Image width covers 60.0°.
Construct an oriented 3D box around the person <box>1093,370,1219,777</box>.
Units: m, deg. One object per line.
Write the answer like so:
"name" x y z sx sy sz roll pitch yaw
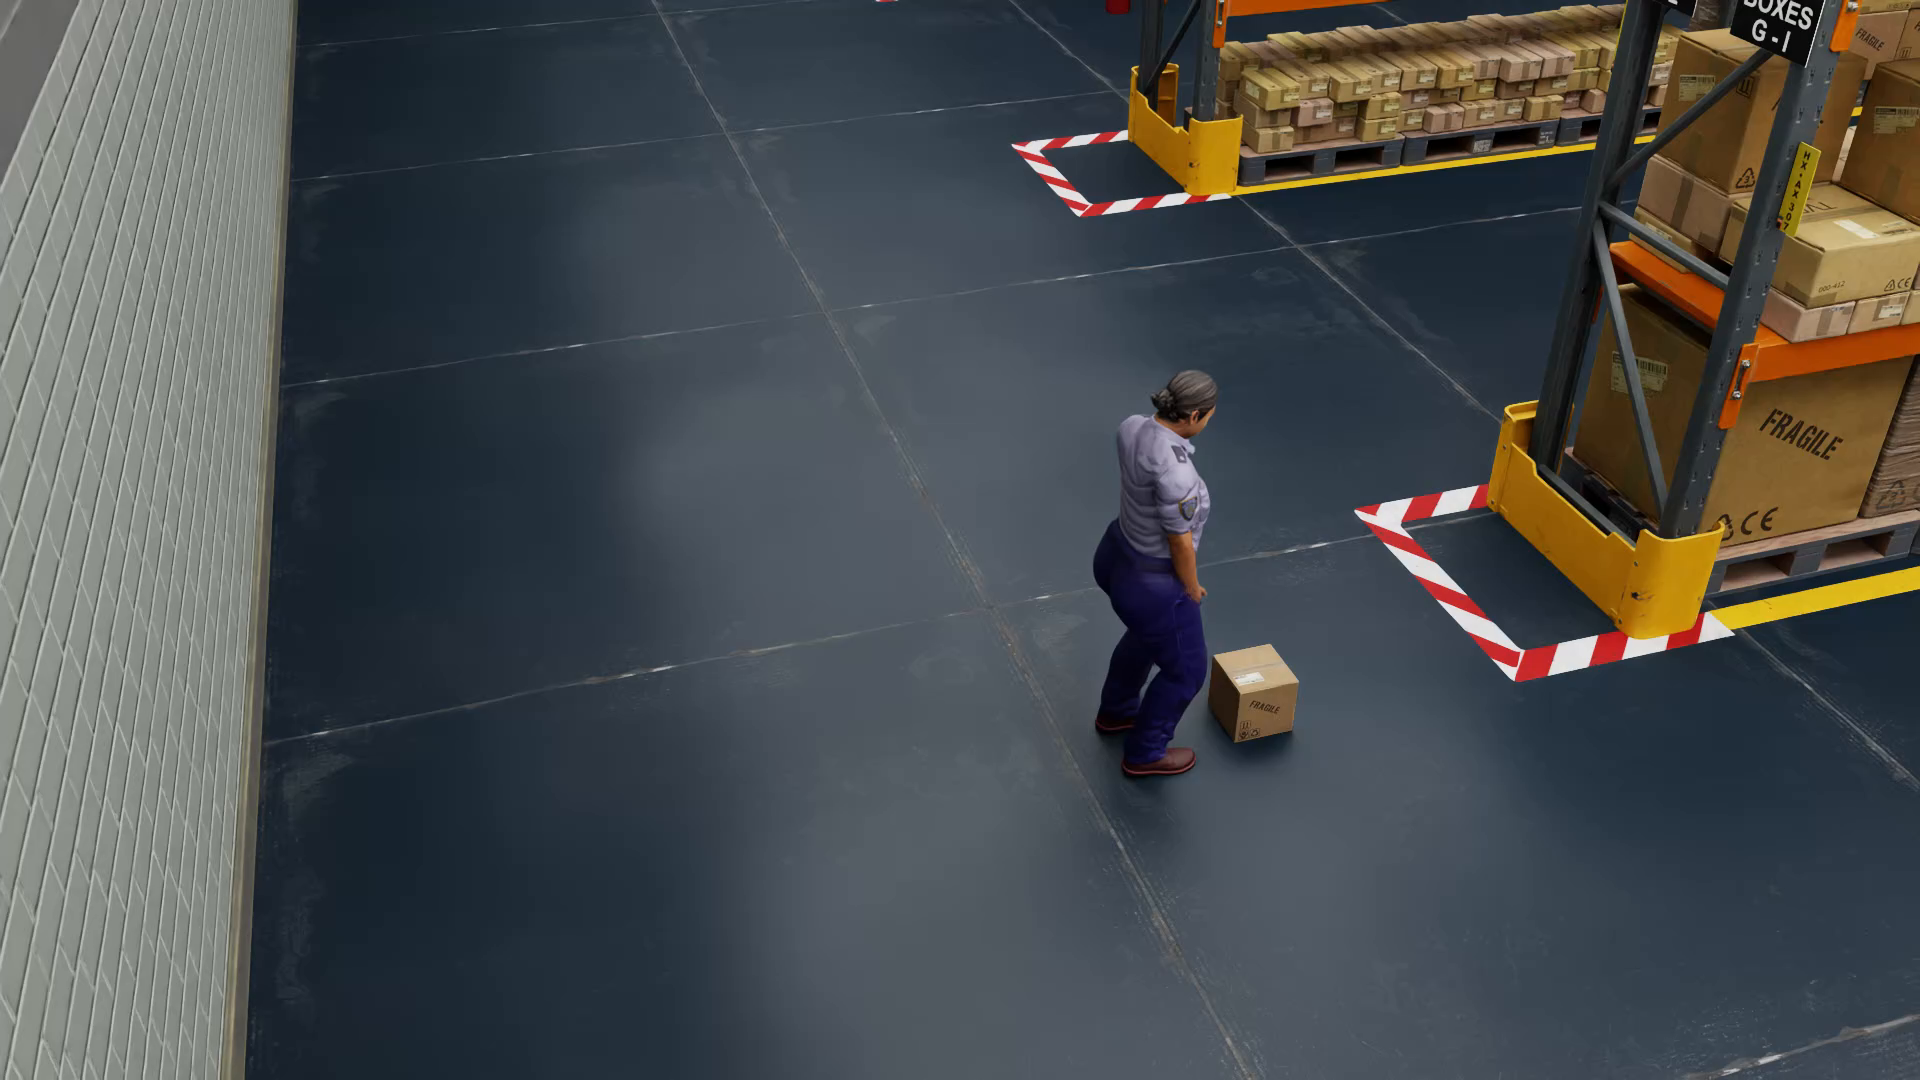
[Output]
"person" 0.694 0.117 6.032 0.397 1.607 0.496 -9 35 -13
